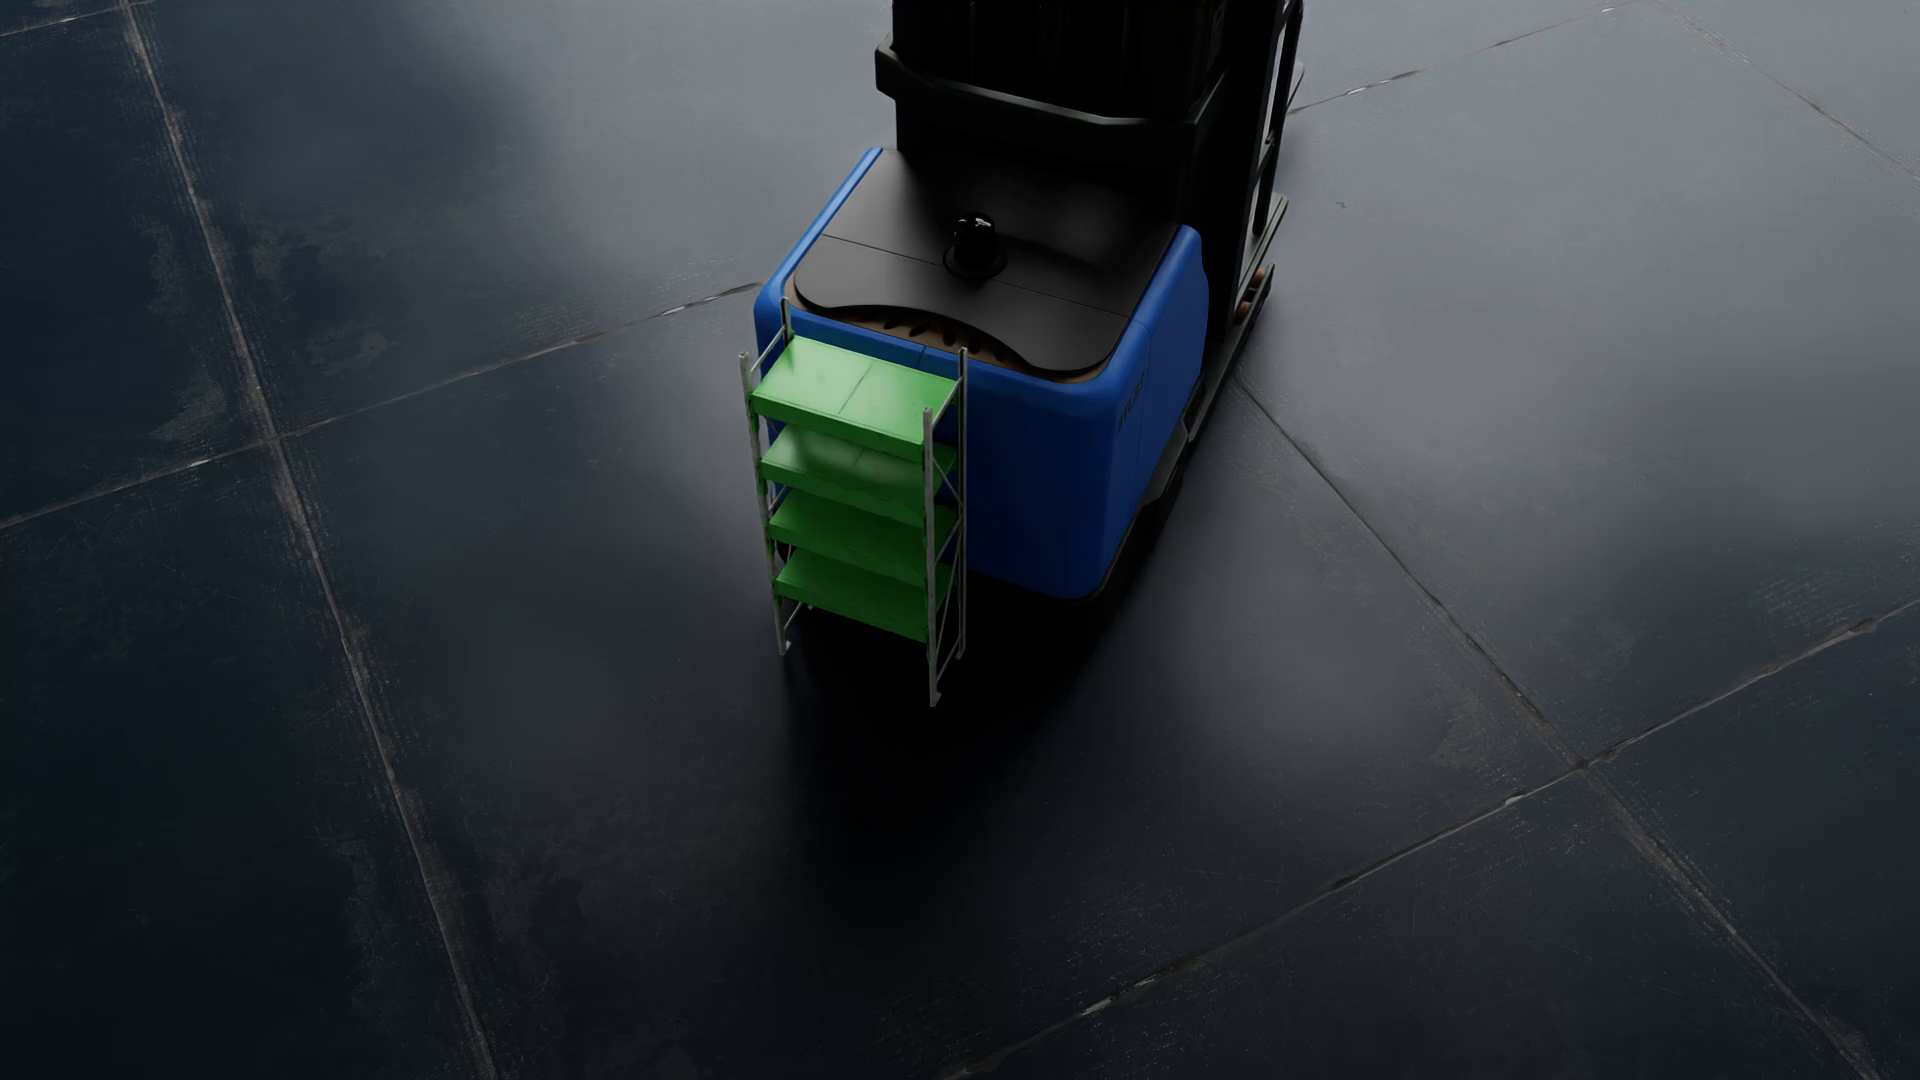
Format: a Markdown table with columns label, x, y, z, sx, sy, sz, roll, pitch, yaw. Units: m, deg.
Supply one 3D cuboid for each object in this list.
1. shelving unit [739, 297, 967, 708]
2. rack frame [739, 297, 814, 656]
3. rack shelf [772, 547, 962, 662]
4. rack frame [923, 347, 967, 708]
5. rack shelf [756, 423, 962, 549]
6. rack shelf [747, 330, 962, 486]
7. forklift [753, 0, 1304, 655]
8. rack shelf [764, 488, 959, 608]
| label | x | y | z | sx | sy | sz | roll | pitch | yaw |
| --- | --- | --- | --- | --- | --- | --- | --- | --- | --- |
| shelving unit | -0.260 | -0.063 | 4.508 | 0.503 | 1.200 | 0.258 | 17 | 51 | 15 |
| rack frame | -0.485 | -0.134 | 4.570 | 0.015 | 1.200 | 0.240 | 17 | 51 | 15 |
| rack shelf | -0.260 | 0.137 | 4.737 | 0.480 | 0.148 | 0.258 | 17 | 51 | 15 |
| rack frame | -0.035 | 0.008 | 4.446 | 0.015 | 1.200 | 0.240 | 17 | 51 | 15 |
| rack shelf | -0.260 | -0.179 | 4.375 | 0.480 | 0.148 | 0.258 | 17 | 51 | 15 |
| rack shelf | -0.260 | -0.337 | 4.194 | 0.480 | 0.148 | 0.258 | 17 | 51 | 15 |
| forklift | 0.471 | -1.759 | 4.842 | 1.130 | 2.935 | 3.031 | 17 | 51 | 15 |
| rack shelf | -0.260 | -0.021 | 4.556 | 0.480 | 0.148 | 0.258 | 17 | 51 | 15 |
